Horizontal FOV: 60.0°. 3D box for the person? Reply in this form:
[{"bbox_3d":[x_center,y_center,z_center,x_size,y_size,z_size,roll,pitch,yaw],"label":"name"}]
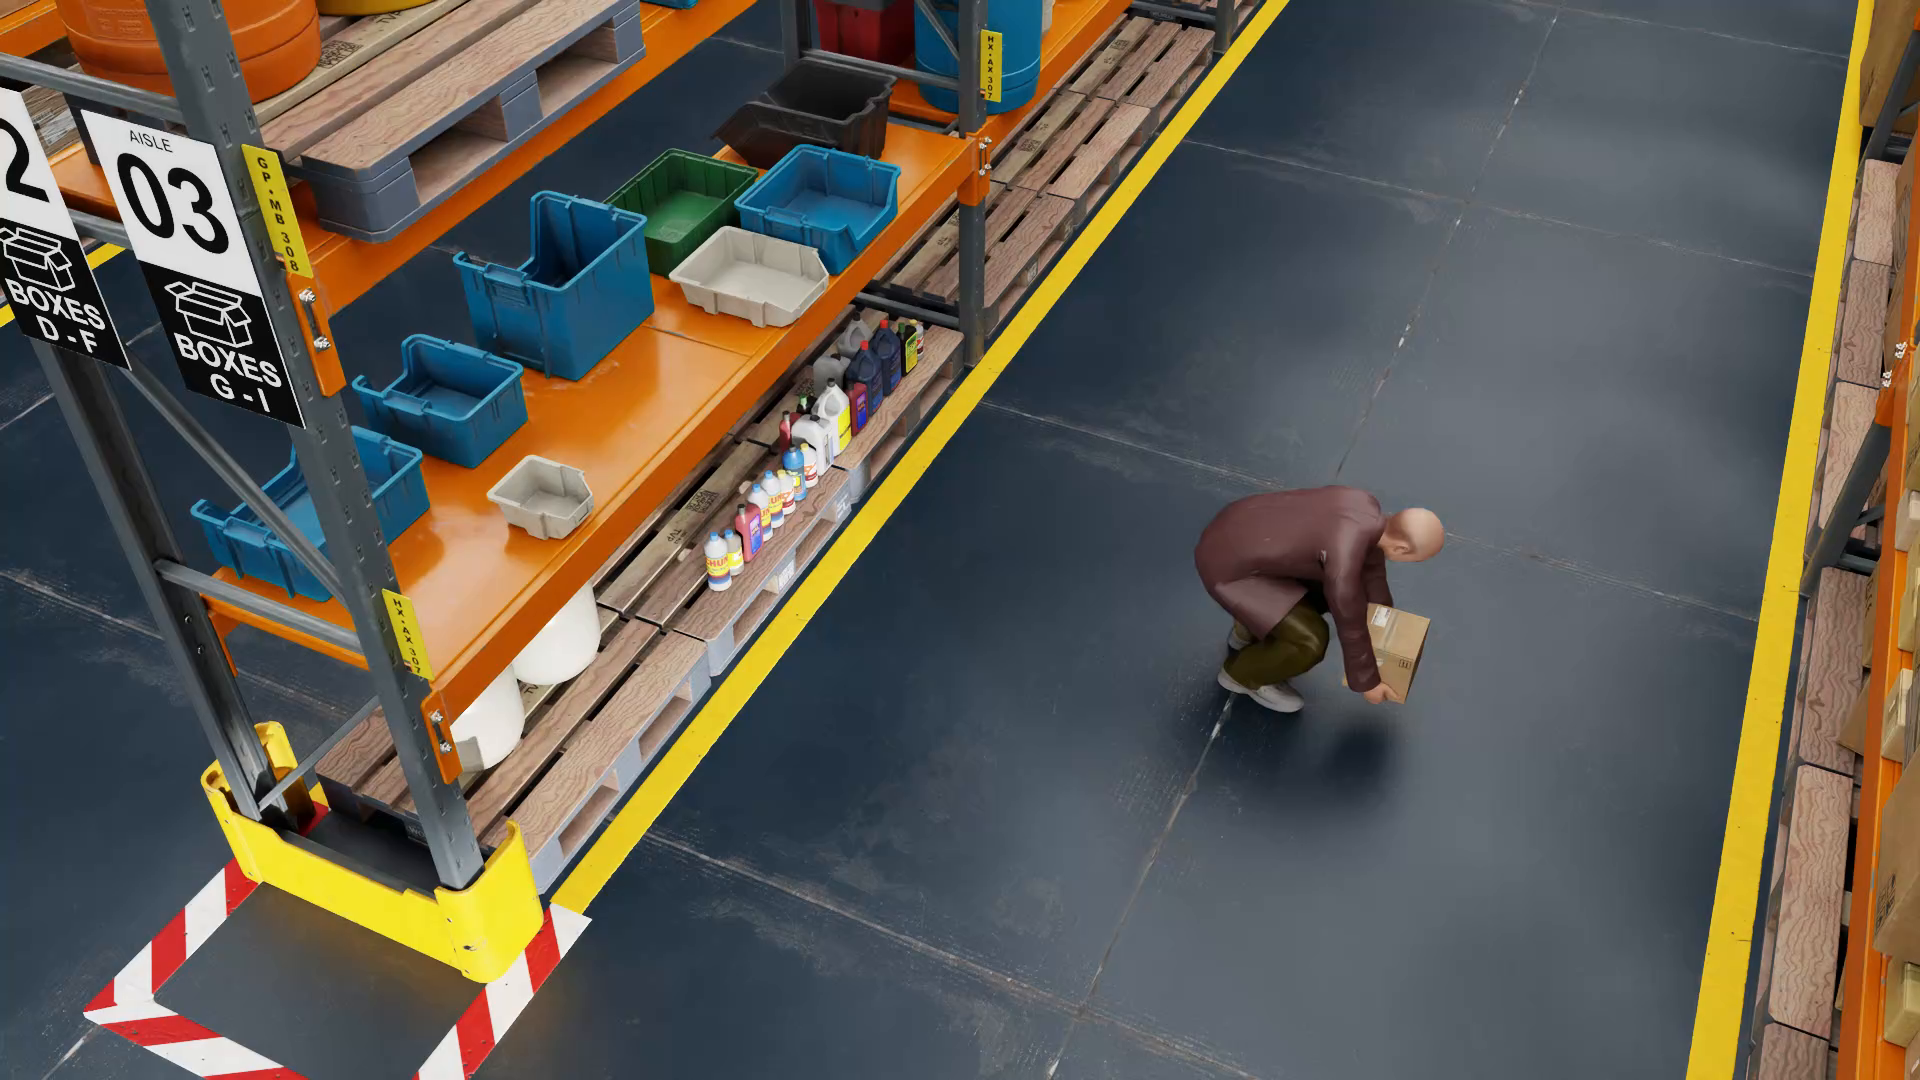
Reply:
[{"bbox_3d":[1.360,0.206,6.518,0.910,1.011,0.585,16,44,18],"label":"person"}]
